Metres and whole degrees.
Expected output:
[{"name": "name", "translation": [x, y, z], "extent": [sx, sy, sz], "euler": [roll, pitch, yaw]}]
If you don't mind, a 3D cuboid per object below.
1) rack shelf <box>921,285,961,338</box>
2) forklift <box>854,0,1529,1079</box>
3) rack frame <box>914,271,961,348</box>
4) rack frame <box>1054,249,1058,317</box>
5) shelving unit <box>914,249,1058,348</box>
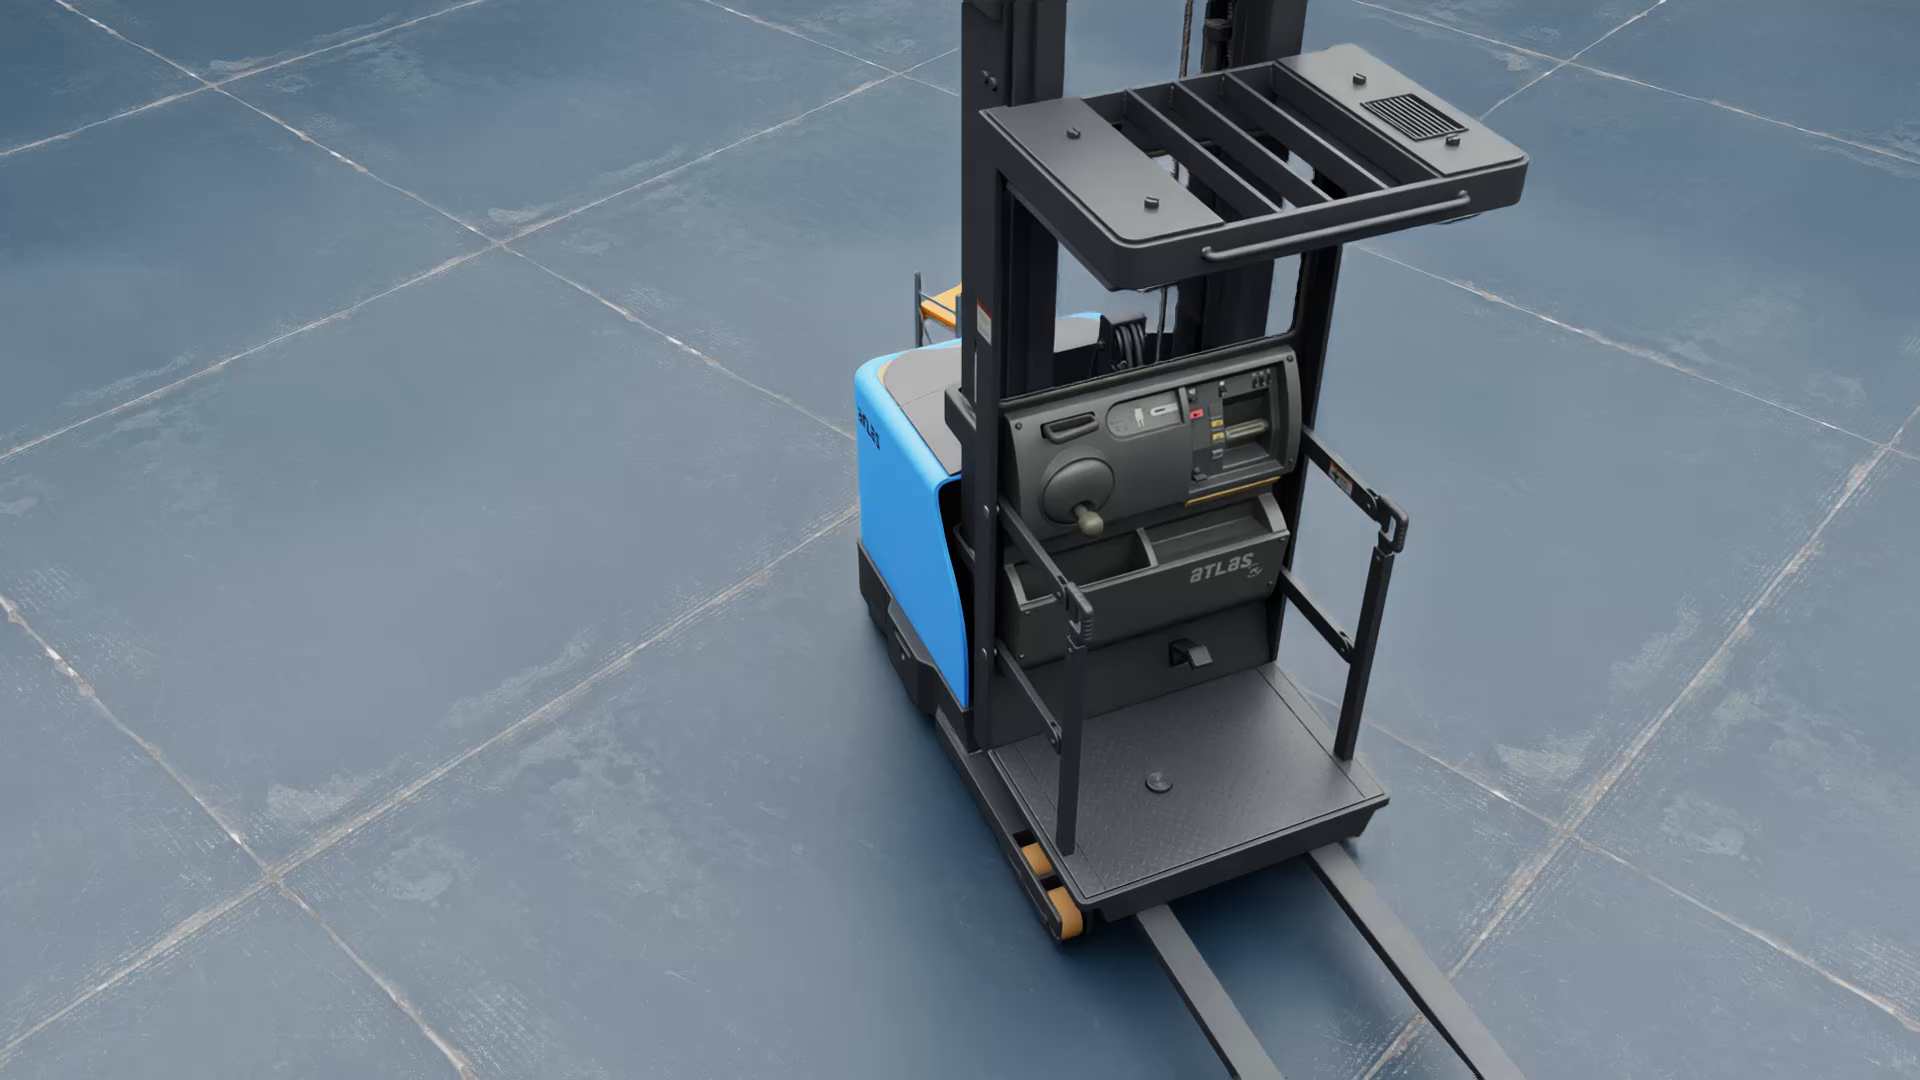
[{"name": "rack shelf", "translation": [0.098, -0.865, 6.242], "extent": [0.480, 0.148, 0.258], "euler": [-30, 47, -32]}, {"name": "forklift", "translation": [0.663, -0.209, 4.657], "extent": [1.130, 2.935, 3.031], "euler": [-15, 41, -18]}, {"name": "rack frame", "translation": [-0.080, -0.454, 6.357], "extent": [0.015, 1.200, 0.240], "euler": [-30, 47, -32]}, {"name": "rack frame", "translation": [0.277, -0.661, 6.617], "extent": [0.015, 1.200, 0.240], "euler": [-30, 47, -32]}, {"name": "shelving unit", "translation": [0.098, -0.557, 6.487], "extent": [0.503, 1.200, 0.258], "euler": [-30, 47, -32]}]
